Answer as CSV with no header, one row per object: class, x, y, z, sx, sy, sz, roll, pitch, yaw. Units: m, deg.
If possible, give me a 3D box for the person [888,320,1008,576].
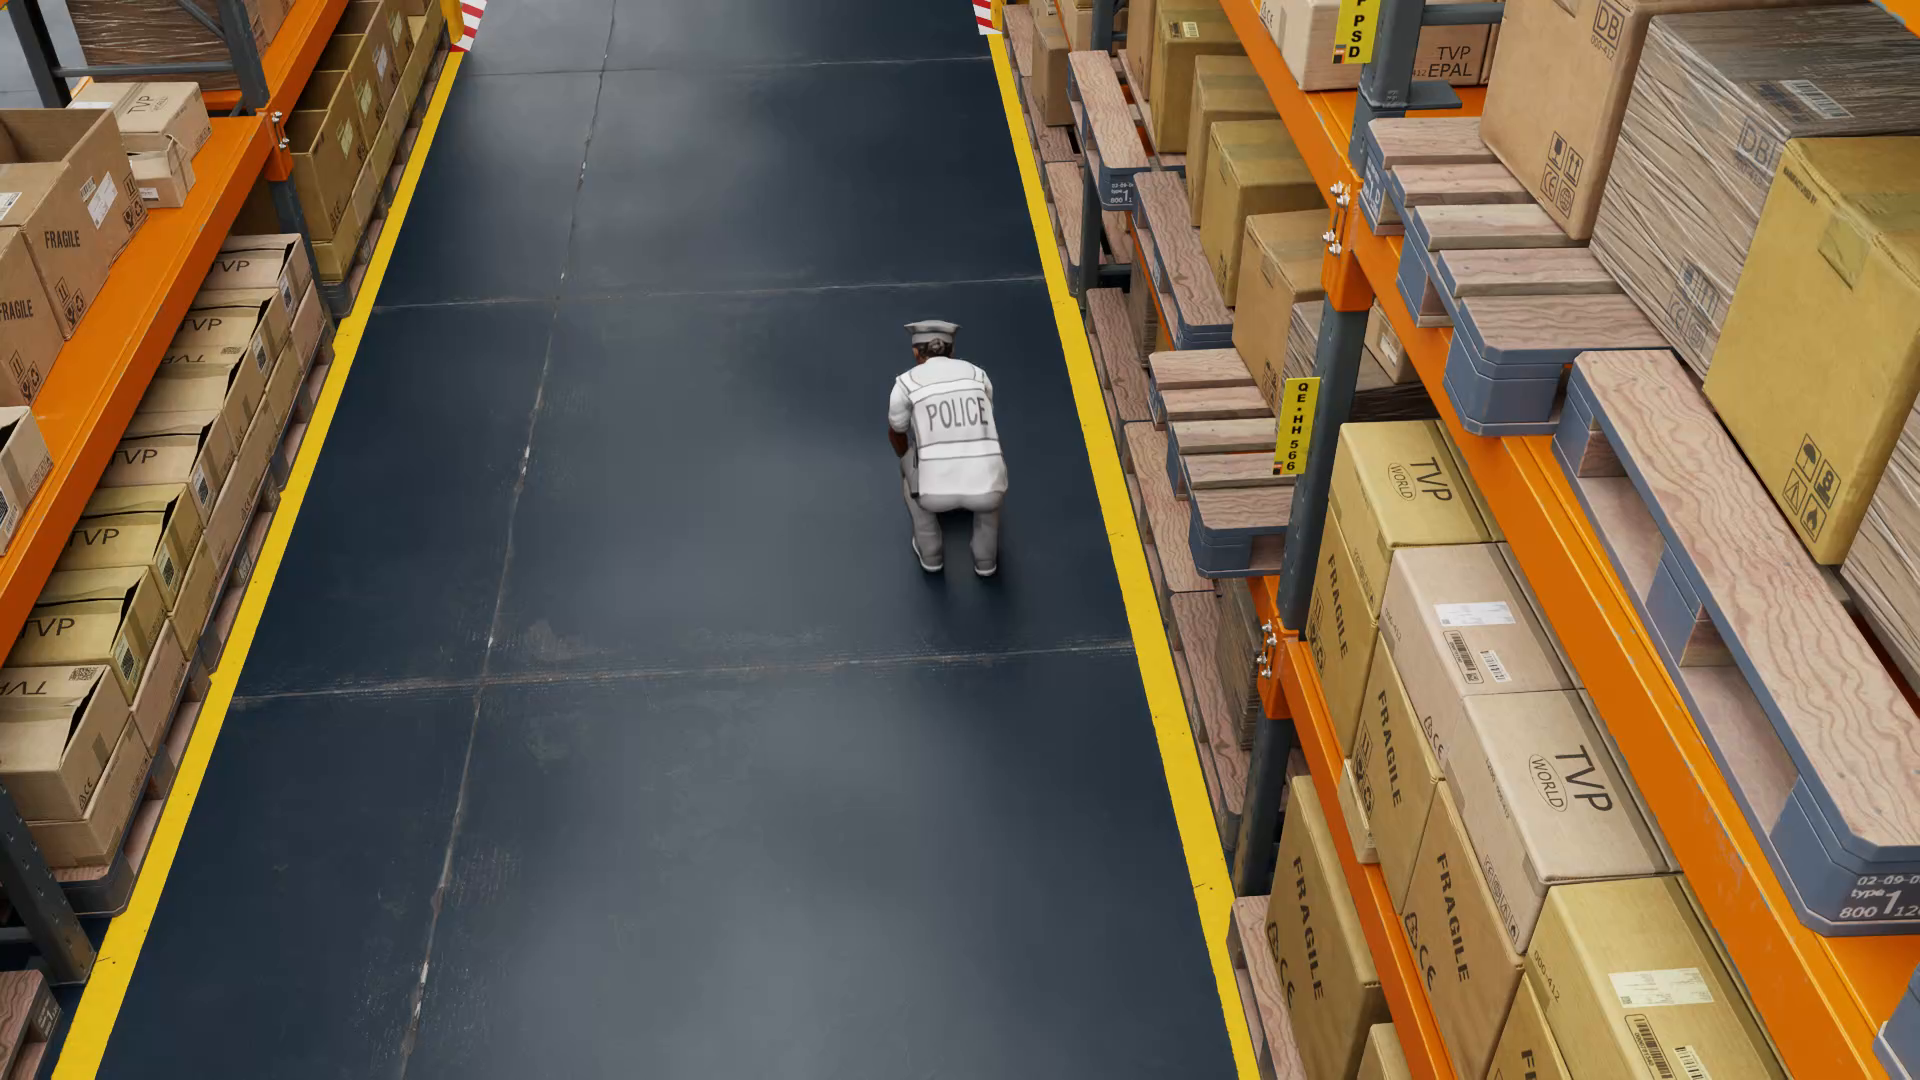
person,-0.054,-0.375,7.132,0.488,1.011,0.850,-3,39,-4
